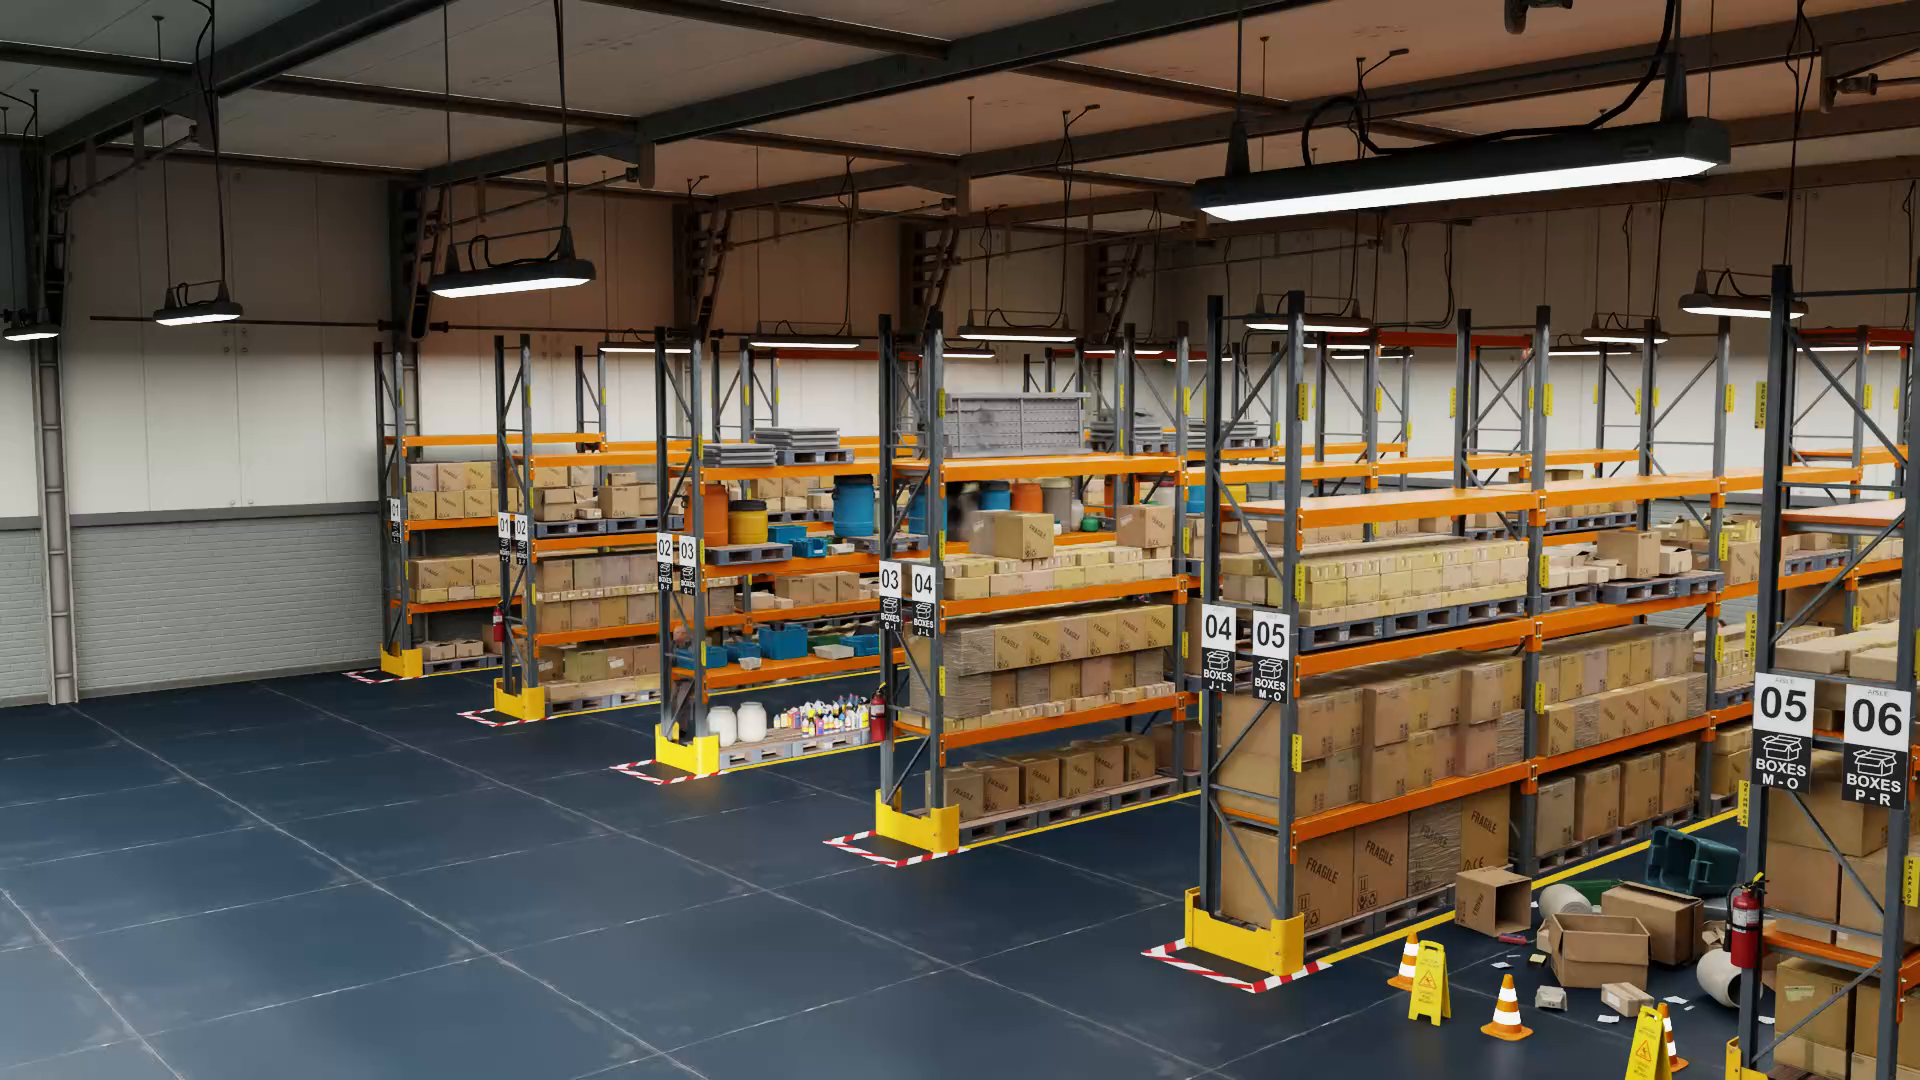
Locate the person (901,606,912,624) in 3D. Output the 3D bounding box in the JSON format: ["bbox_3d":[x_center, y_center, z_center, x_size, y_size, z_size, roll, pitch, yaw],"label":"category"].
[{"bbox_3d":[-1.024,1.241,34.184,0.579,1.687,0.675,5,7,43],"label":"person"}]

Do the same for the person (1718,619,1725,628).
[{"bbox_3d":[11.503,2.028,25.243,0.887,1.696,0.529,-4,7,-41],"label":"person"}]

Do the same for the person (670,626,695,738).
[{"bbox_3d":[-4.137,2.100,24.731,0.693,1.678,0.681,3,6,32],"label":"person"}]
